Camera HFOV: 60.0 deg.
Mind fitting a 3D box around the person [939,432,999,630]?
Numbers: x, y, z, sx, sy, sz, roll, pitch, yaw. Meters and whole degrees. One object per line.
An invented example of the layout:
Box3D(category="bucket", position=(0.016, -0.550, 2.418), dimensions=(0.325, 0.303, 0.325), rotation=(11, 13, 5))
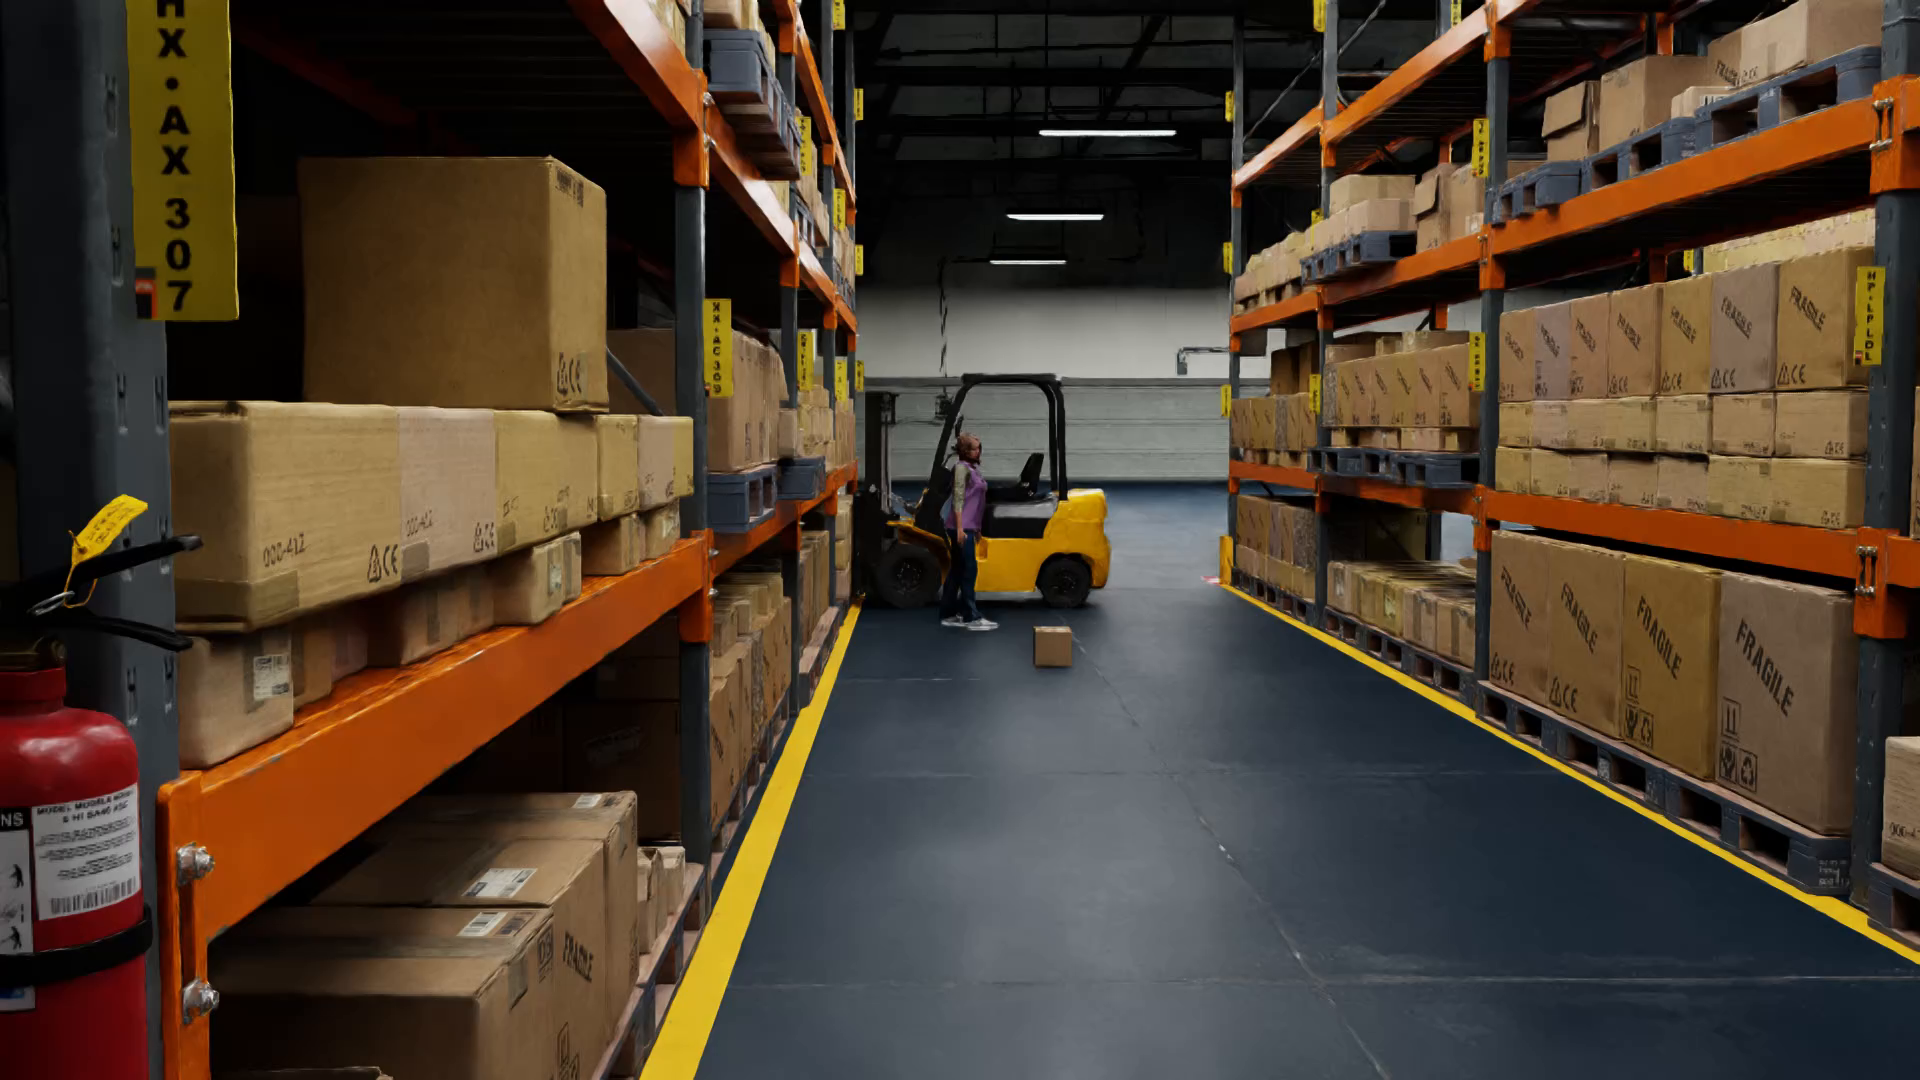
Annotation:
Box3D(category="person", position=(0.073, -0.053, 13.438), dimensions=(0.532, 1.550, 0.550), rotation=(1, 4, 11))
